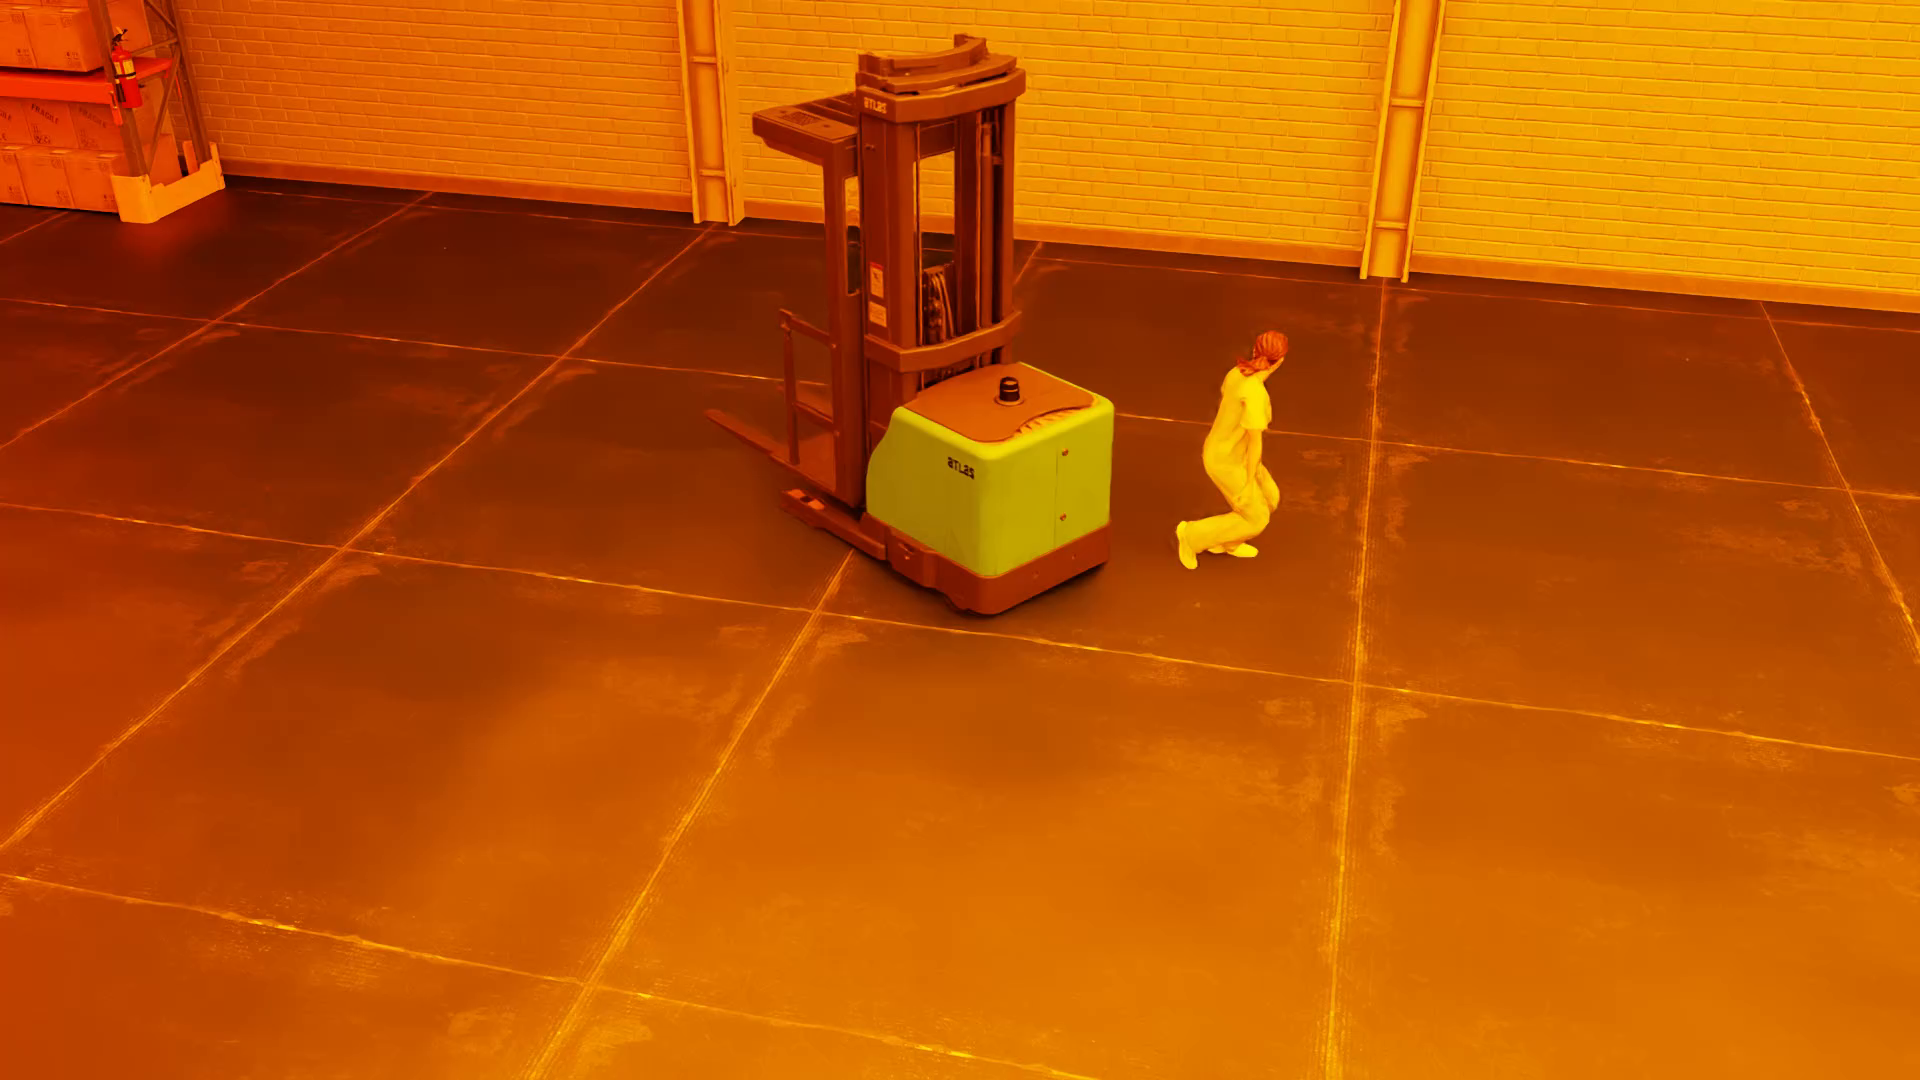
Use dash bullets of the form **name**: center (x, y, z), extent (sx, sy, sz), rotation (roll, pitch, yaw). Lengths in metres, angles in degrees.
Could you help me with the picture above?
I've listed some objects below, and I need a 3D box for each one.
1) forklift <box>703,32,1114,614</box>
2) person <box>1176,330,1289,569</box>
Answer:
- **forklift**: center (-0.475, -1.502, 9.821), extent (1.130, 2.935, 3.031), rotation (-24, 37, -36)
- **person**: center (1.568, -0.488, 9.525), extent (0.584, 1.481, 0.799), rotation (5, 30, 8)
